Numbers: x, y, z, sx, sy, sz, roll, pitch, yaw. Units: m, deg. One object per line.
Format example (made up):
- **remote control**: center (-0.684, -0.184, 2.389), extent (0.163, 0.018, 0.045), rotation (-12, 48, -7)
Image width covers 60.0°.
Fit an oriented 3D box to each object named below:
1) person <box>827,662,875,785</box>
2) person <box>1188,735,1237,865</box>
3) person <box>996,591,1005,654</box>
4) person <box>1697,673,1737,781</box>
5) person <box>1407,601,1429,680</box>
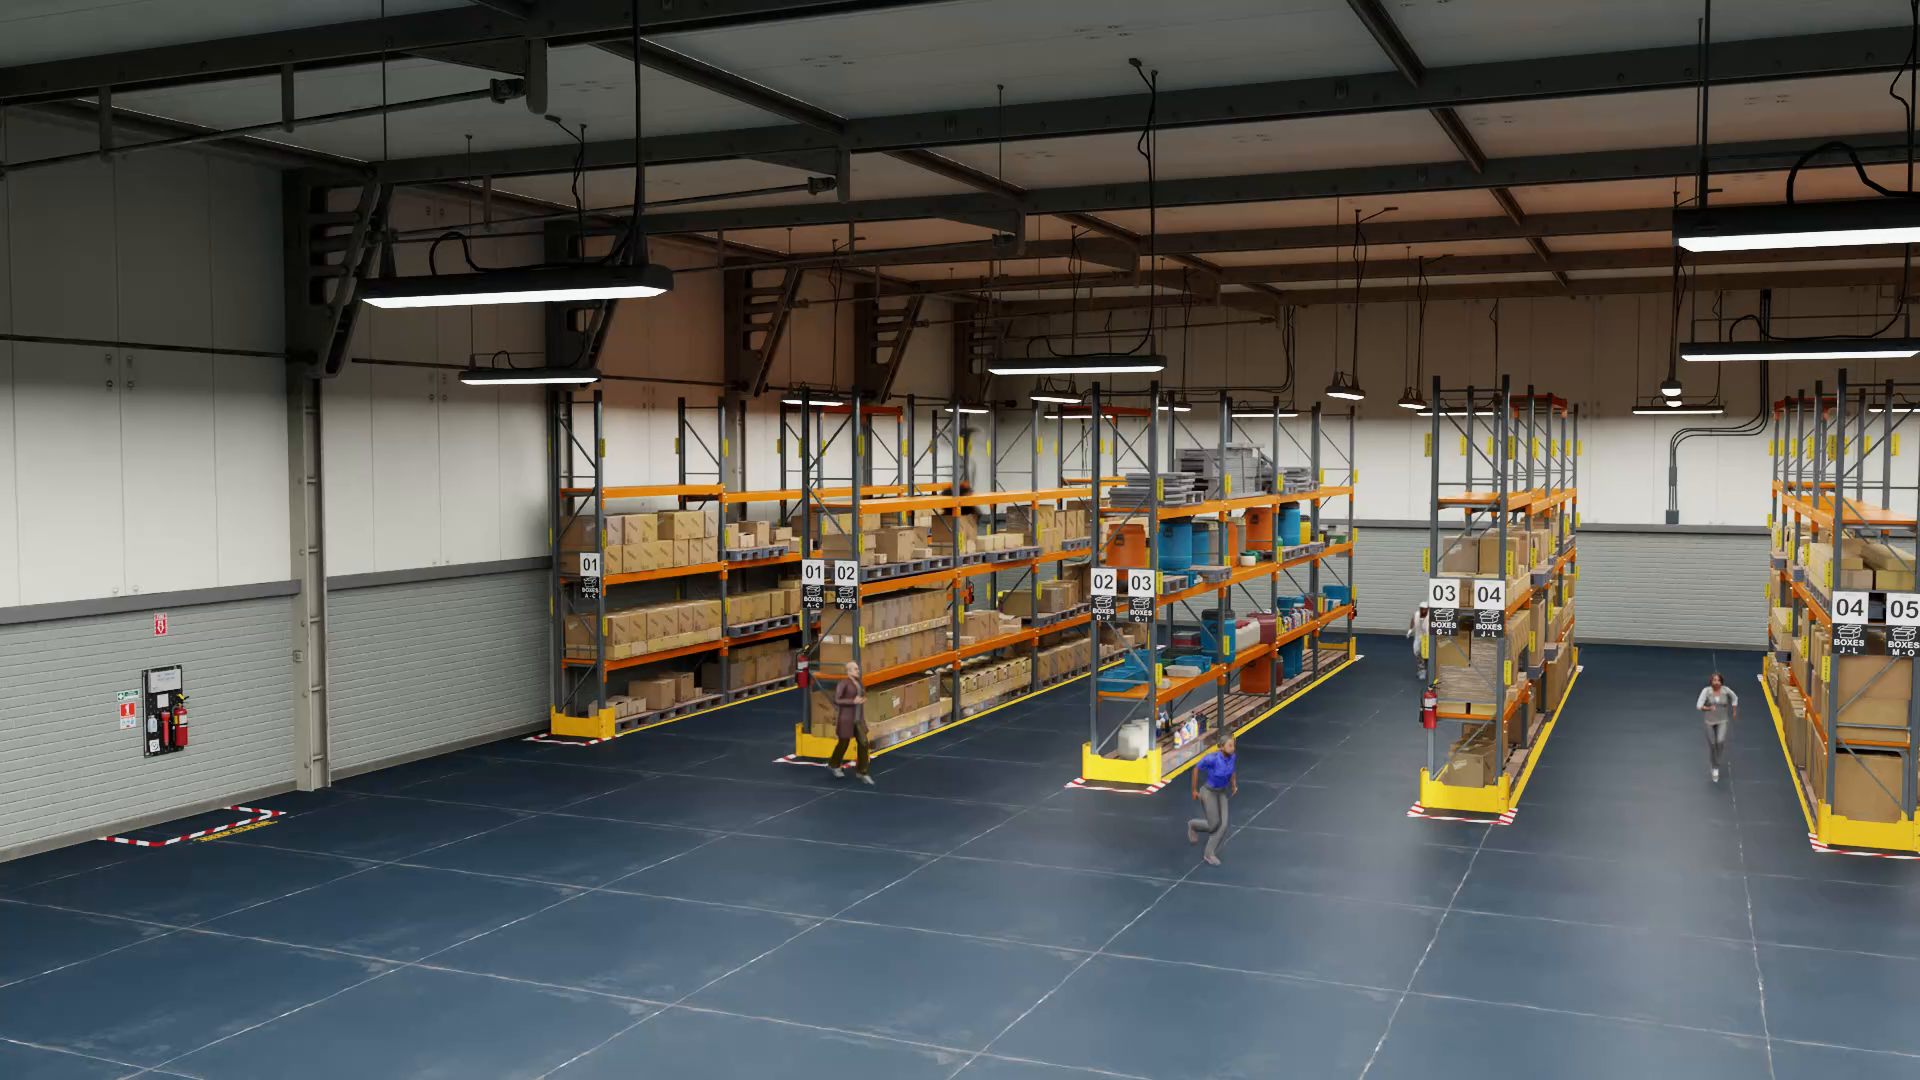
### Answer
- **person**: center (-1.685, 2.743, 24.905), extent (0.902, 1.841, 0.672), rotation (3, 4, 40)
- **person**: center (3.060, 3.128, 20.154), extent (0.566, 1.580, 0.723), rotation (-2, 4, -37)
- **person**: center (1.042, 2.027, 38.873), extent (0.689, 1.684, 0.737), rotation (2, 4, 28)
- **person**: center (11.505, 2.862, 25.299), extent (0.561, 1.523, 0.796), rotation (1, 3, 23)
- **person**: center (10.120, 2.164, 36.218), extent (0.740, 1.712, 0.862), rotation (2, 4, 27)
